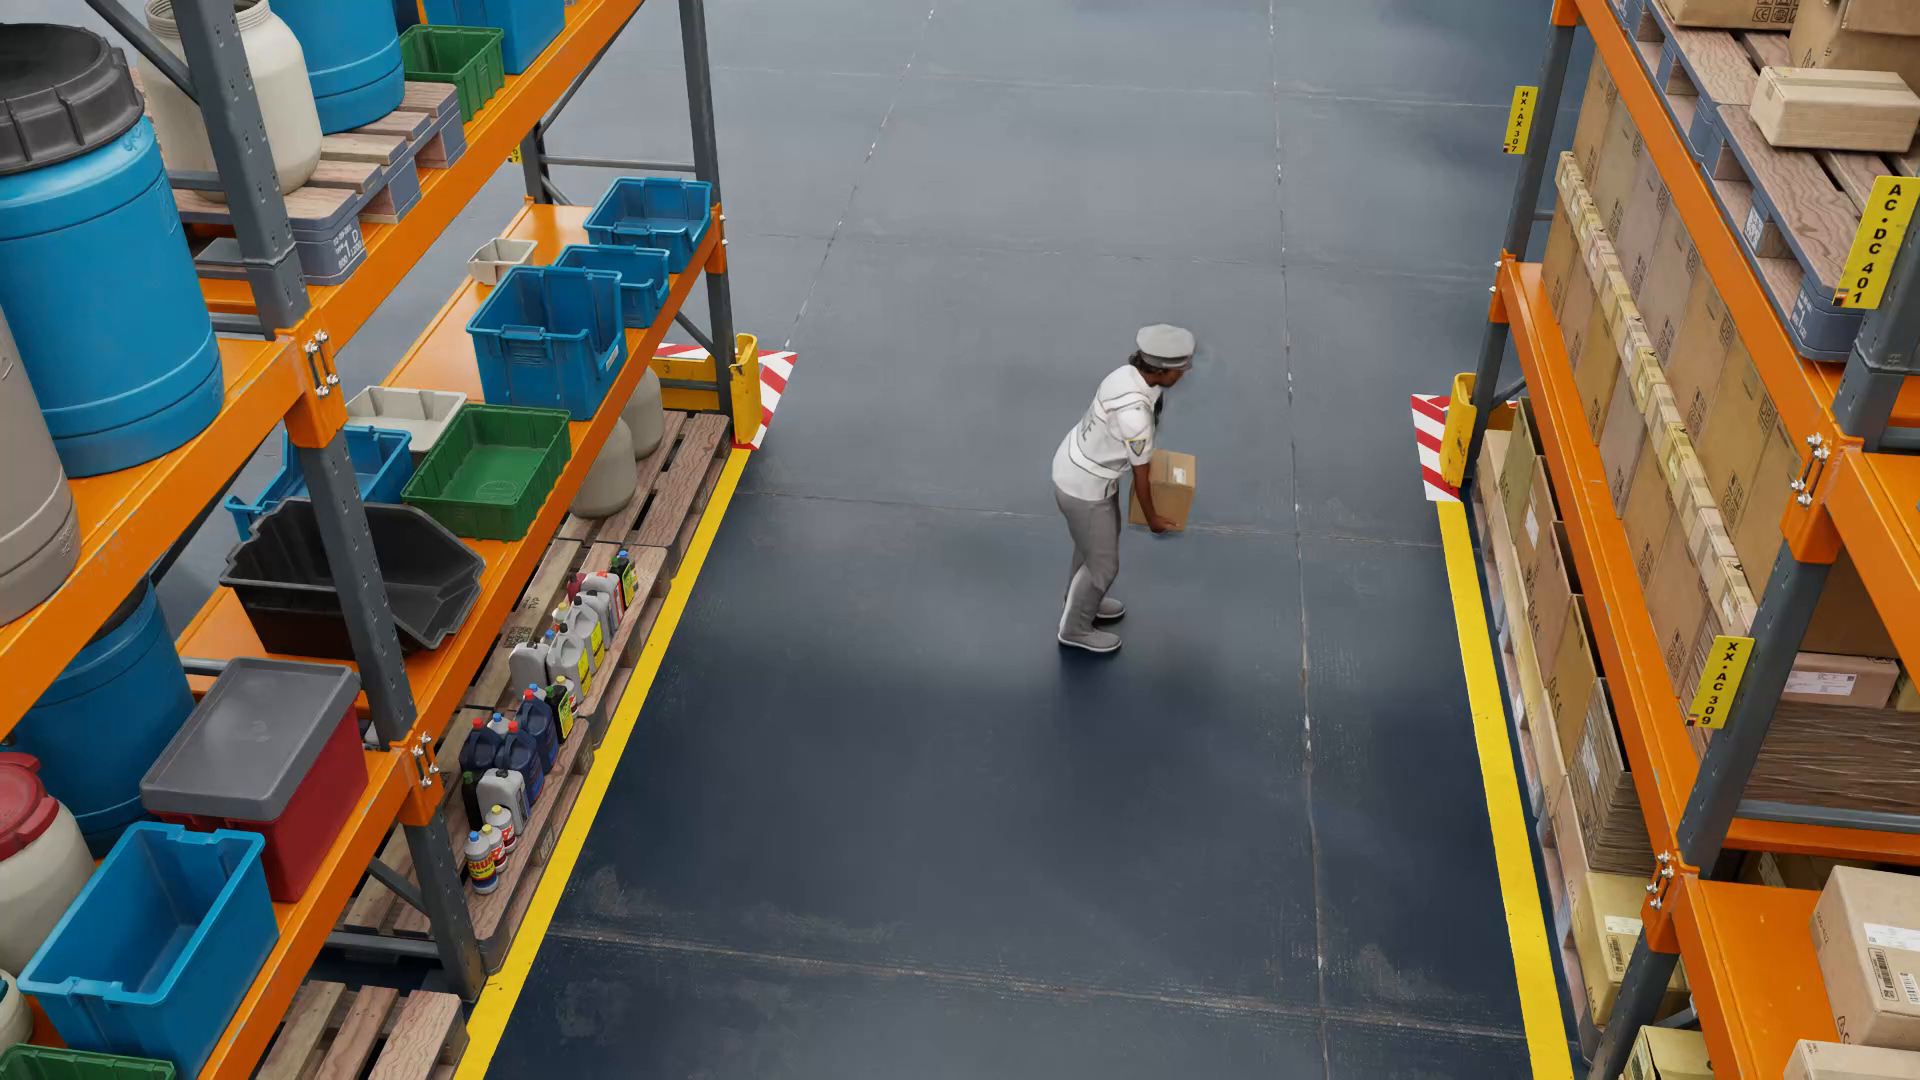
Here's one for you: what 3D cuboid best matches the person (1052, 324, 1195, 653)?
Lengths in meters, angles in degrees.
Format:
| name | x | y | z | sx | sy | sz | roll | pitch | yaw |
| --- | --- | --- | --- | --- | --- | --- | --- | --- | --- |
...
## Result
| name | x | y | z | sx | sy | sz | roll | pitch | yaw |
| --- | --- | --- | --- | --- | --- | --- | --- | --- | --- |
| person | 0.694 | -0.222 | 7.405 | 0.573 | 1.596 | 0.411 | 4 | 37 | 5 |
